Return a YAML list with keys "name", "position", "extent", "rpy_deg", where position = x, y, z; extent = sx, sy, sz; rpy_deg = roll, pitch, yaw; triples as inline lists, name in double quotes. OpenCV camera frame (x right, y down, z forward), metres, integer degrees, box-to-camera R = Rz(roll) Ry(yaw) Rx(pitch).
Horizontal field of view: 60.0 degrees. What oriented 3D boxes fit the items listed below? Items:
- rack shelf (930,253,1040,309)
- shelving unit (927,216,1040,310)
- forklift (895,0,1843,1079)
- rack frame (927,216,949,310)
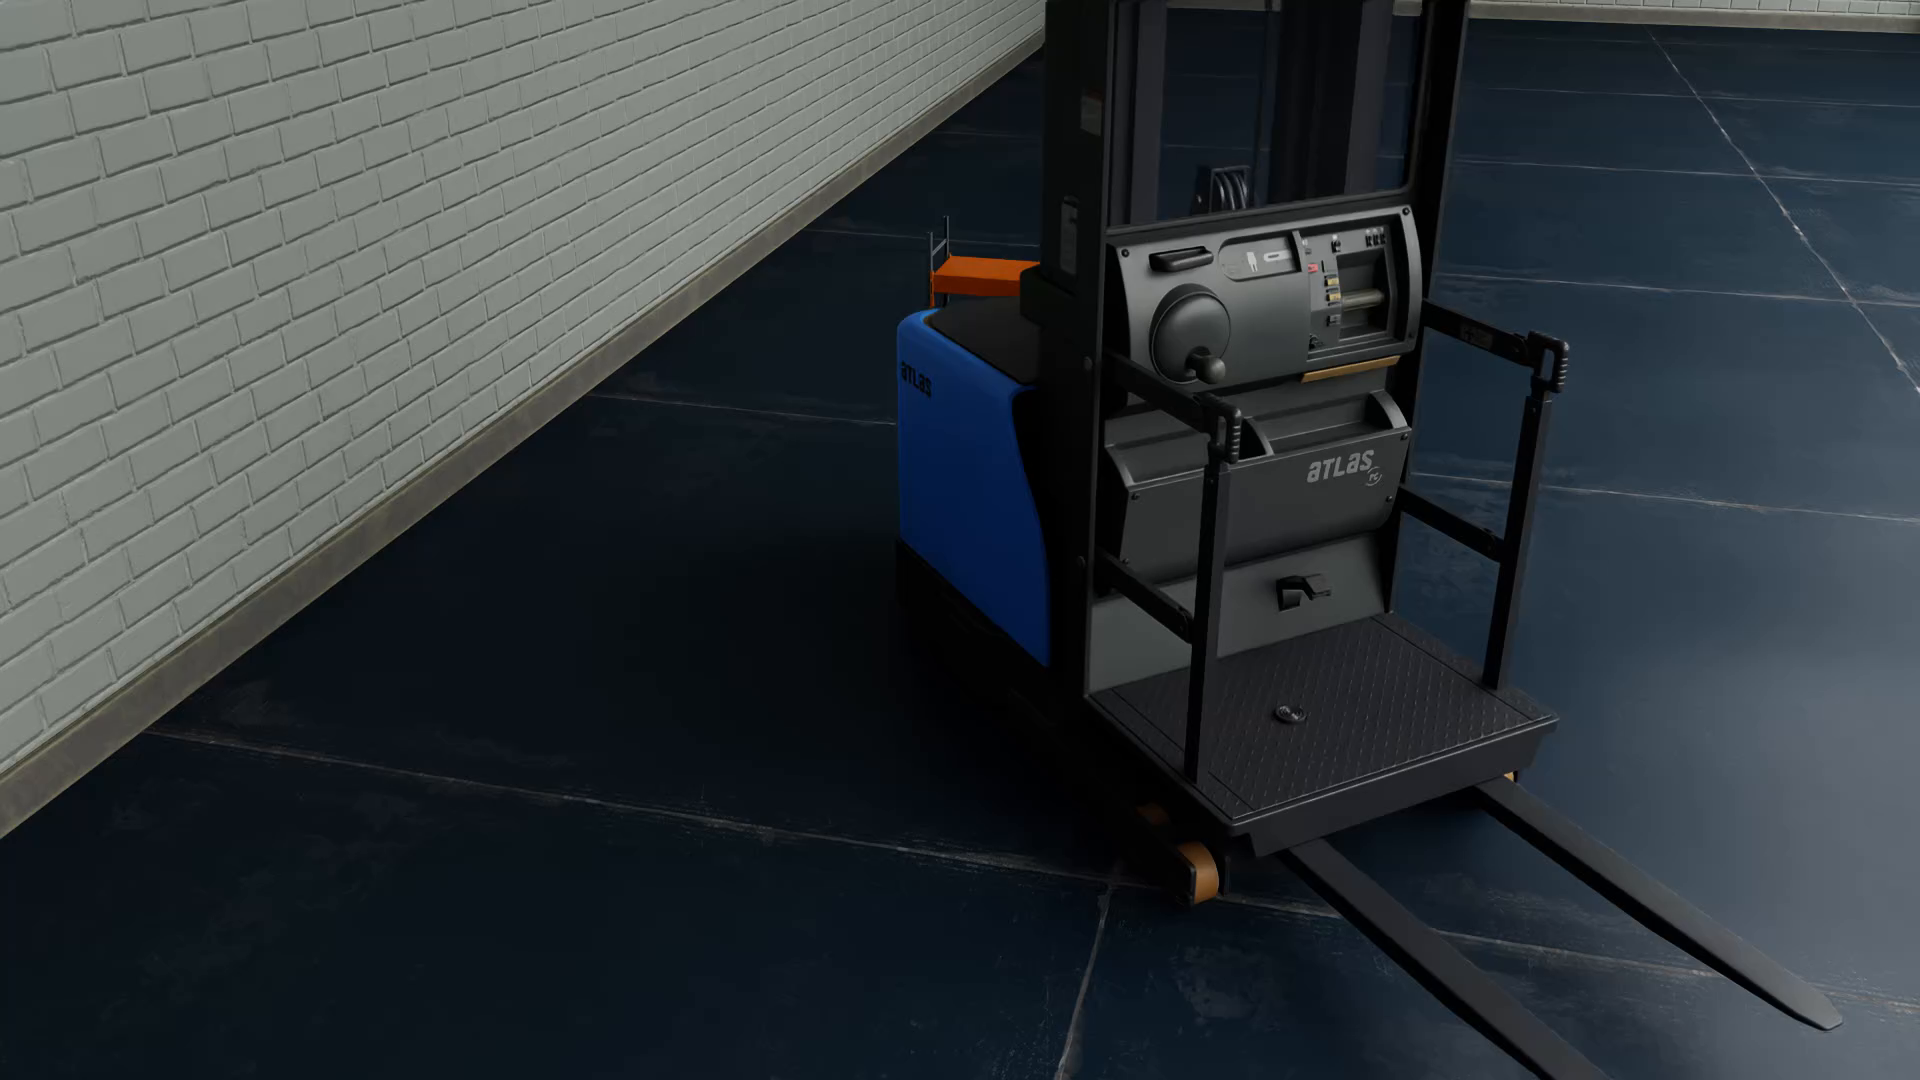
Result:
- name: "rack shelf"
  position: [0.160, -0.879, 5.787]
  extent: [0.480, 0.148, 0.258]
  rpy_deg: [6, 26, 13]
- name: "shelving unit"
  position: [0.160, -0.525, 5.956]
  extent: [0.503, 1.200, 0.258]
  rpy_deg: [6, 26, 13]
- name: "forklift"
  position: [0.907, -0.603, 4.107]
  extent: [1.130, 2.935, 3.031]
  rpy_deg: [-12, 28, -24]
- name: "rack frame"
  position: [-0.077, -0.551, 6.010]
  extent: [0.015, 1.200, 0.240]
  rpy_deg: [6, 26, 13]
